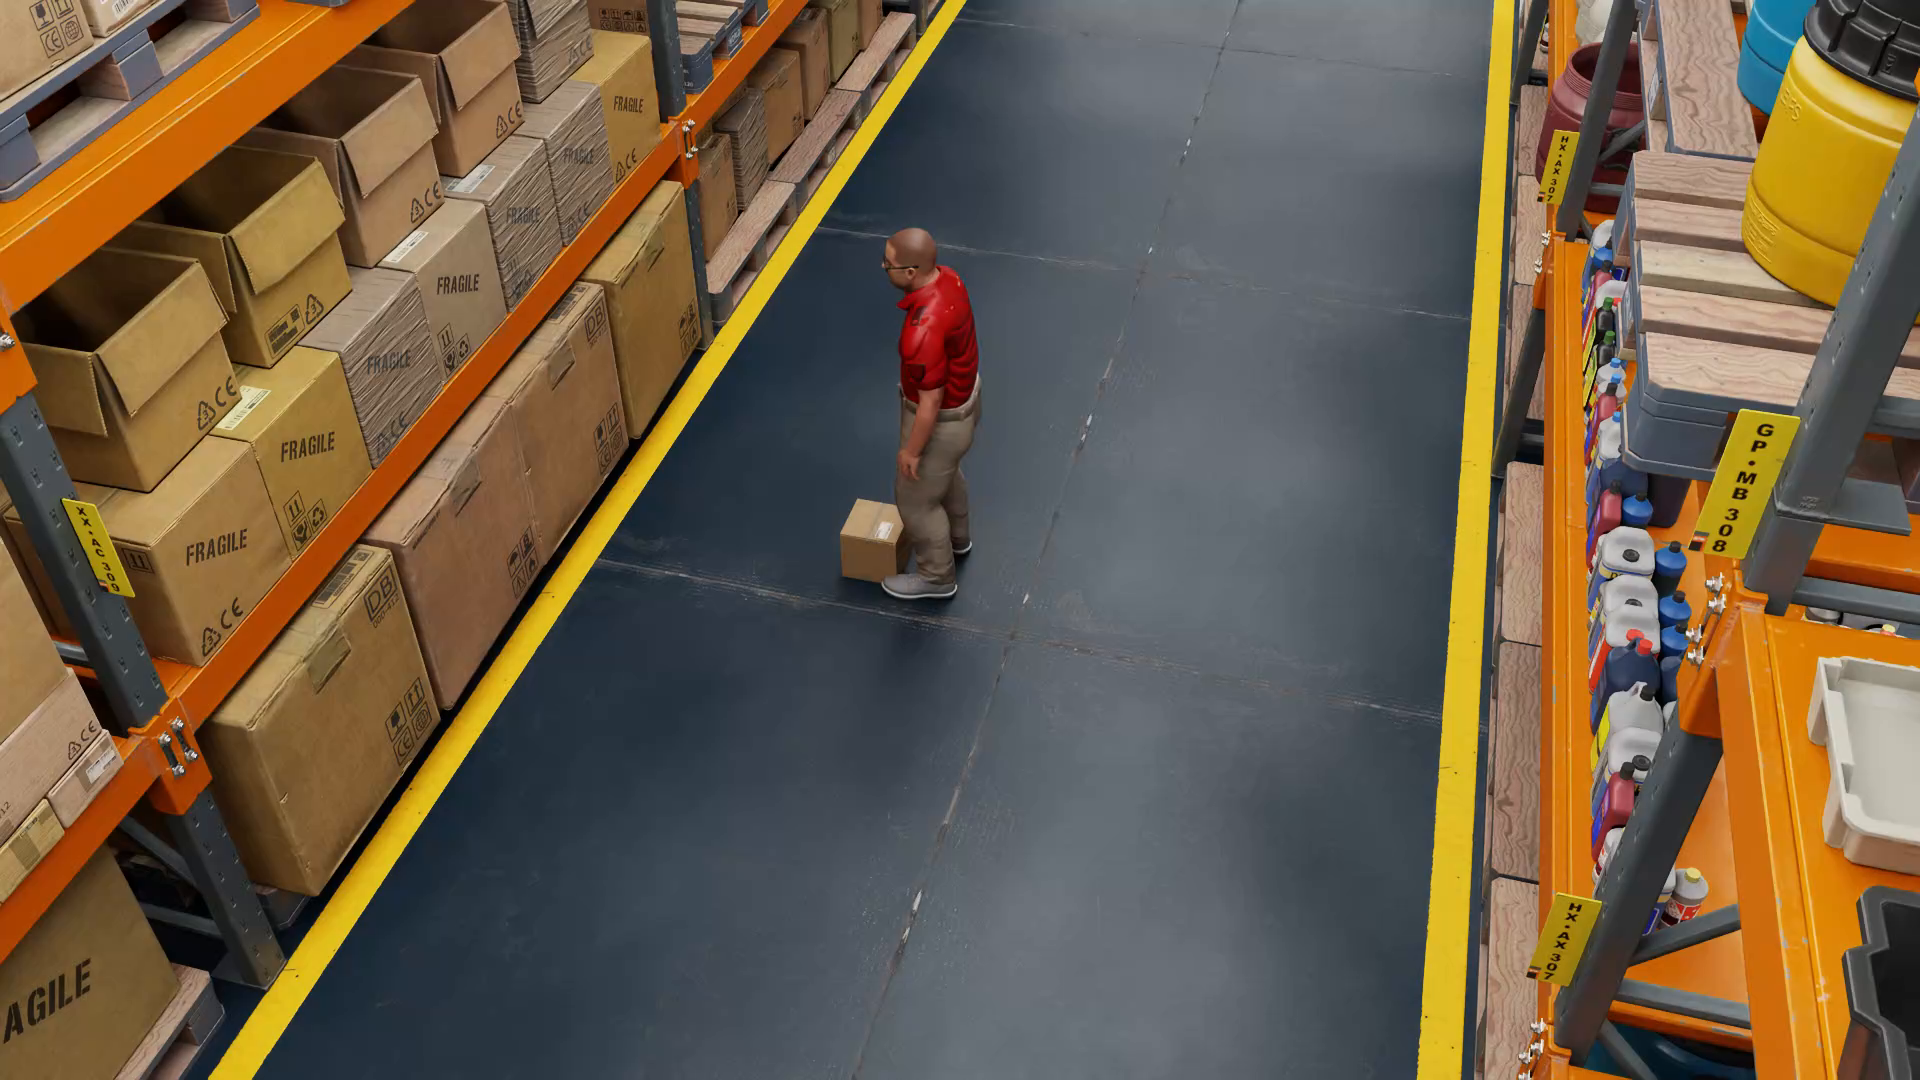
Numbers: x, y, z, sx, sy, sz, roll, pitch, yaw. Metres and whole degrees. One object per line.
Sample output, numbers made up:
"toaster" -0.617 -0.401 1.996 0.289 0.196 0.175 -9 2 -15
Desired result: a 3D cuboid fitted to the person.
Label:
"person" -0.120 -0.507 6.756 0.393 1.727 0.606 8 41 9
